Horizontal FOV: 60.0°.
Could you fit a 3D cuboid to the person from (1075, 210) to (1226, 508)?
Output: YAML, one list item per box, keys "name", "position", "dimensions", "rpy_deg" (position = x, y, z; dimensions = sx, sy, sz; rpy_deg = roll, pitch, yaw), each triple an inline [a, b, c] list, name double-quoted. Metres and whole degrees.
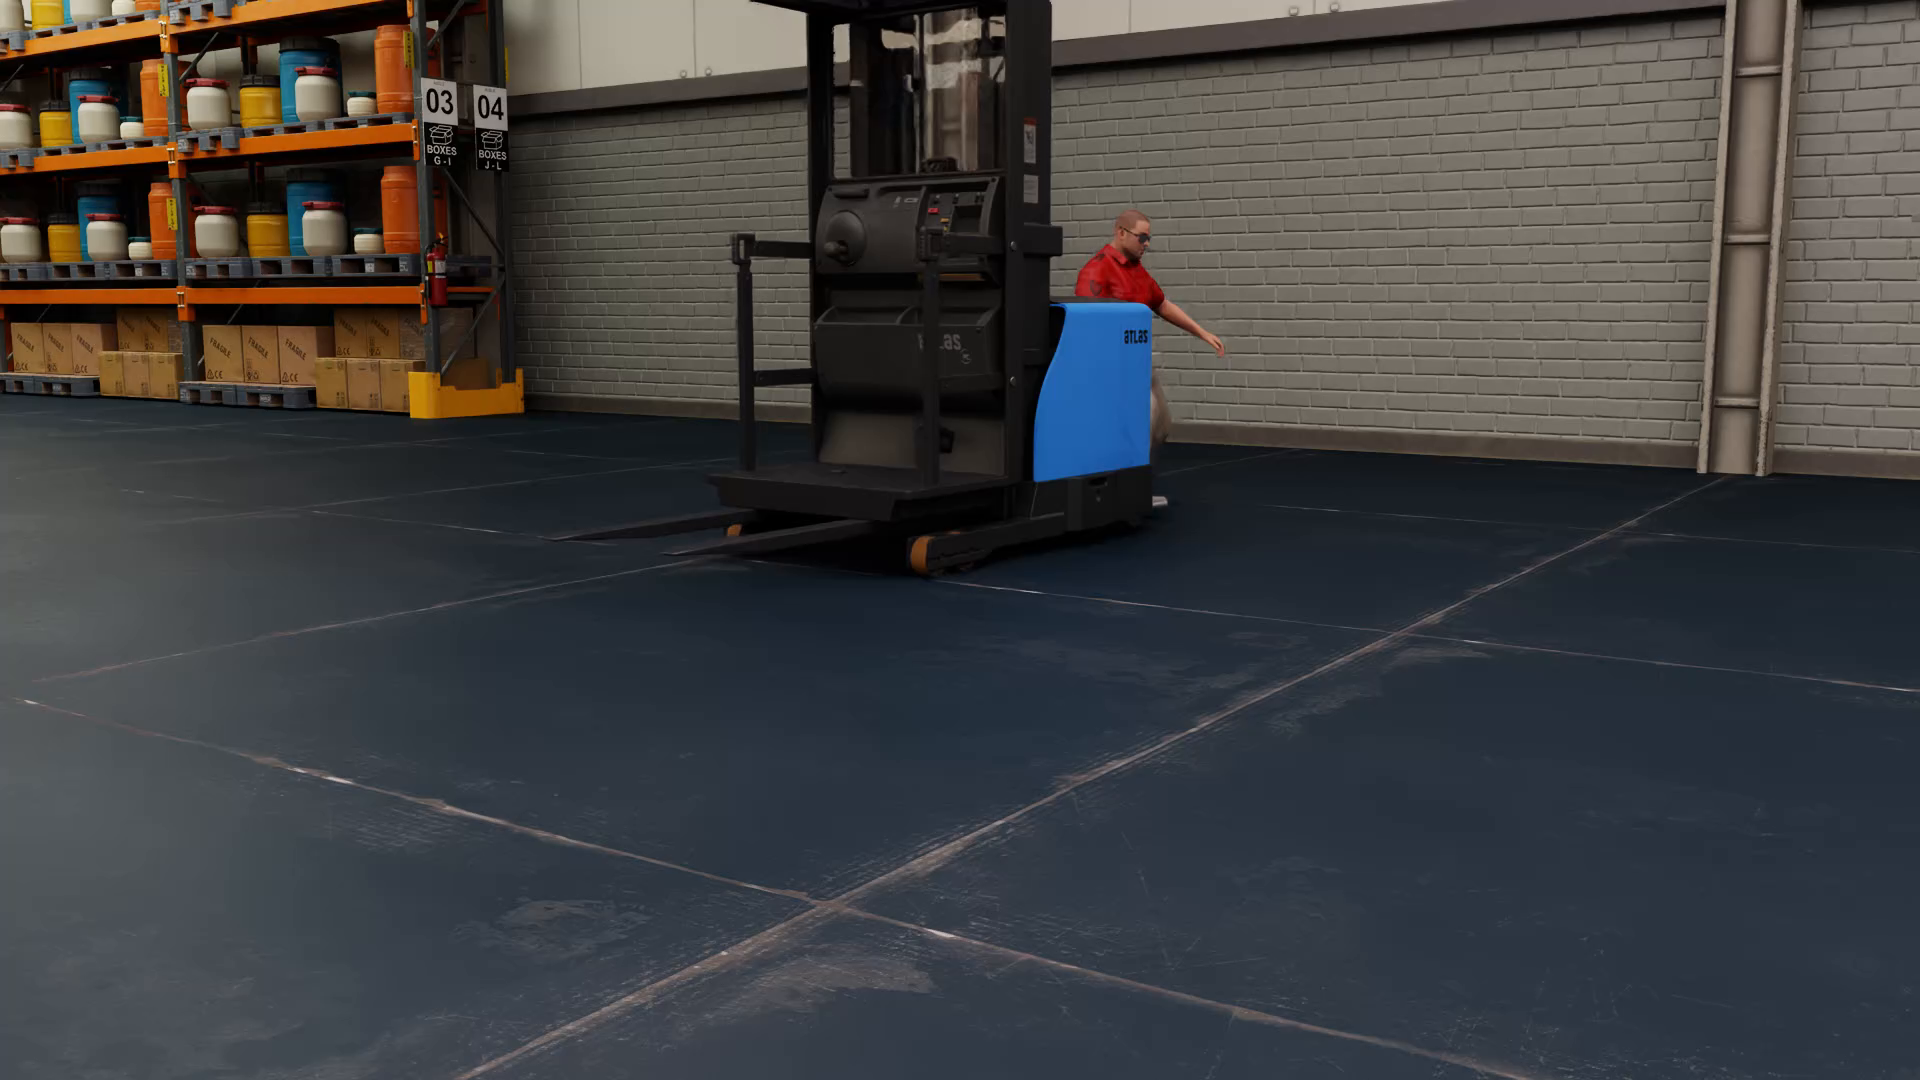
- name: "person"
  position: [0.954, -0.948, 8.855]
  dimensions: [0.867, 1.595, 1.004]
  rpy_deg: [6, 10, 36]

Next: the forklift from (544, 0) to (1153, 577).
- name: "forklift"
  position: [-0.356, -1.381, 6.905]
  dimensions: [1.130, 2.935, 3.031]
  rpy_deg: [6, 10, 36]
